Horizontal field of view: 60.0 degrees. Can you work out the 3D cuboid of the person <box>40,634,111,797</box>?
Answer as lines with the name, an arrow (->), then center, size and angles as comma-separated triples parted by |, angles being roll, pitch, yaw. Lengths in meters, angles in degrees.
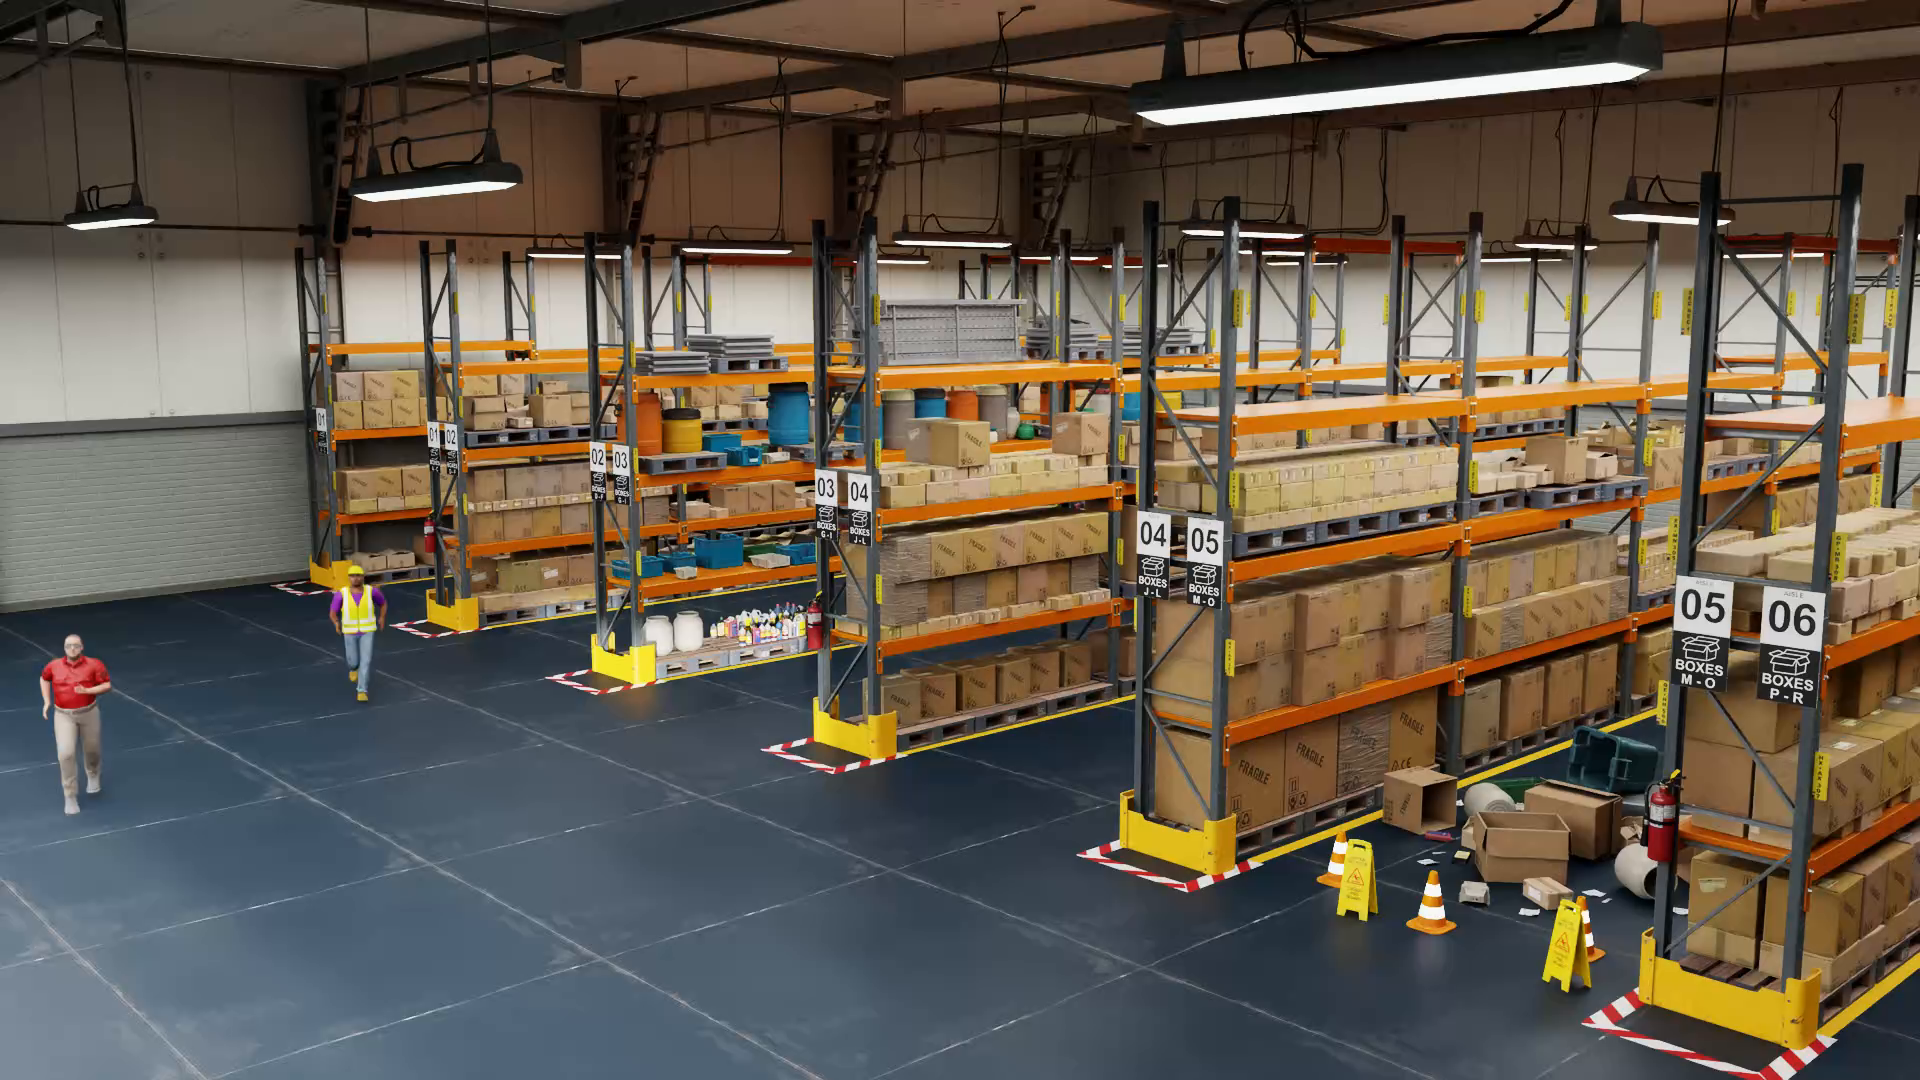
person -> -8.980, 1.758, 16.923 | 0.640, 1.616, 0.783 | -4, 9, -27

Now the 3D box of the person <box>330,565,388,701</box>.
person -> -7.742, 1.185, 21.468 | 0.712, 1.733, 0.832 | -3, 9, -20
